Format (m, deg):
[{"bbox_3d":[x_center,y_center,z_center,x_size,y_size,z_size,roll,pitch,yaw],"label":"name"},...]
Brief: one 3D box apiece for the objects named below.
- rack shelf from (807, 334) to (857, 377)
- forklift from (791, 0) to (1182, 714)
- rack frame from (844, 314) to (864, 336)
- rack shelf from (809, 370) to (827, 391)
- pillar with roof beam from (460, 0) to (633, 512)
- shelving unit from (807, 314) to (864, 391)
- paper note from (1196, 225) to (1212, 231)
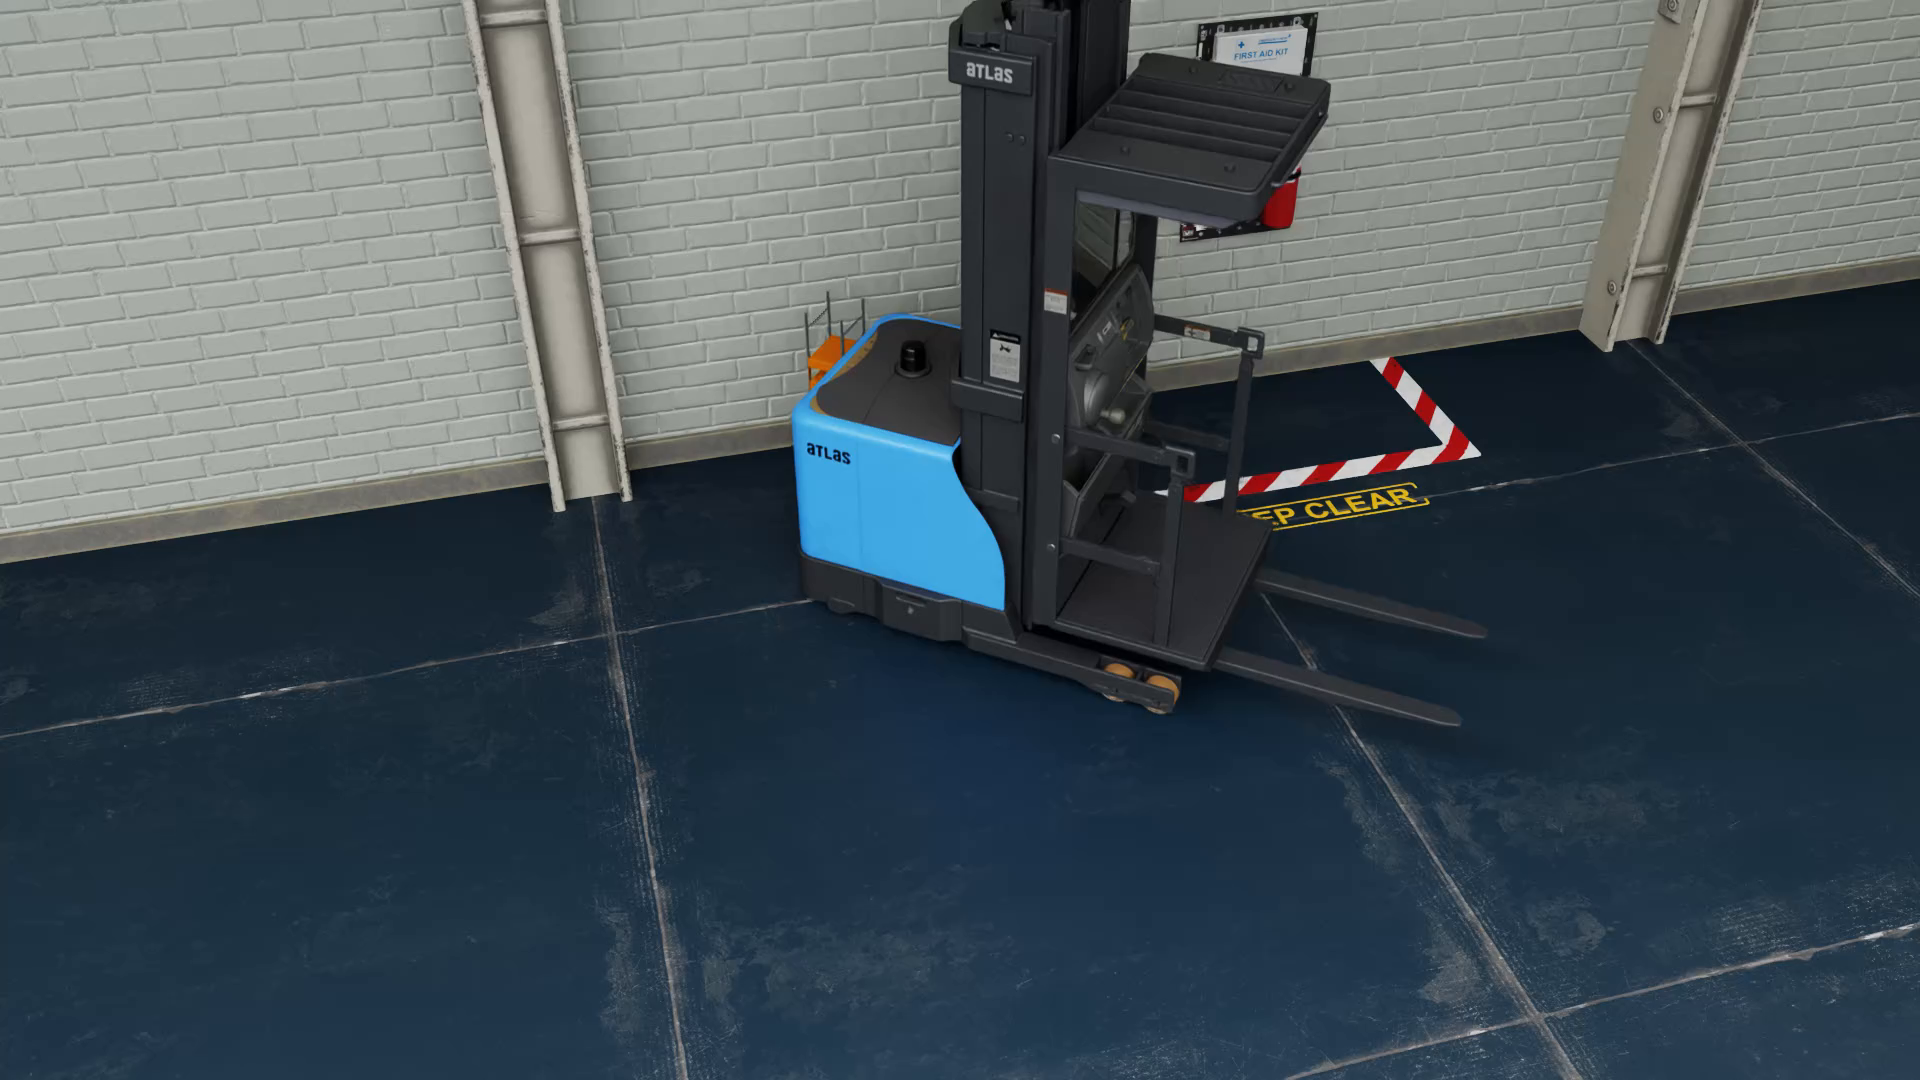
[{"bbox_3d":[-0.579,-0.855,7.840,0.180,0.103,0.258,15,40,19],"label":"rack shelf"},{"bbox_3d":[0.812,-0.777,6.833,3.031,2.935,1.130,15,40,19],"label":"forklift"},{"bbox_3d":[-0.495,-0.581,8.001,0.002,1.046,0.228,15,40,19],"label":"rack frame"},{"bbox_3d":[-0.579,-0.759,7.912,0.180,0.103,0.258,15,40,19],"label":"rack shelf"},{"bbox_3d":[-0.779,-1.312,2.538,0.400,9.000,9.100,-9,38,-12],"label":"pillar with roof beam"},{"bbox_3d":[-0.578,-0.604,8.031,0.183,1.046,0.258,15,40,19],"label":"shelving unit"},{"bbox_3d":[1.307,-1.698,8.705,0.142,0.148,0.016,-9,38,-12],"label":"paper note"}]
